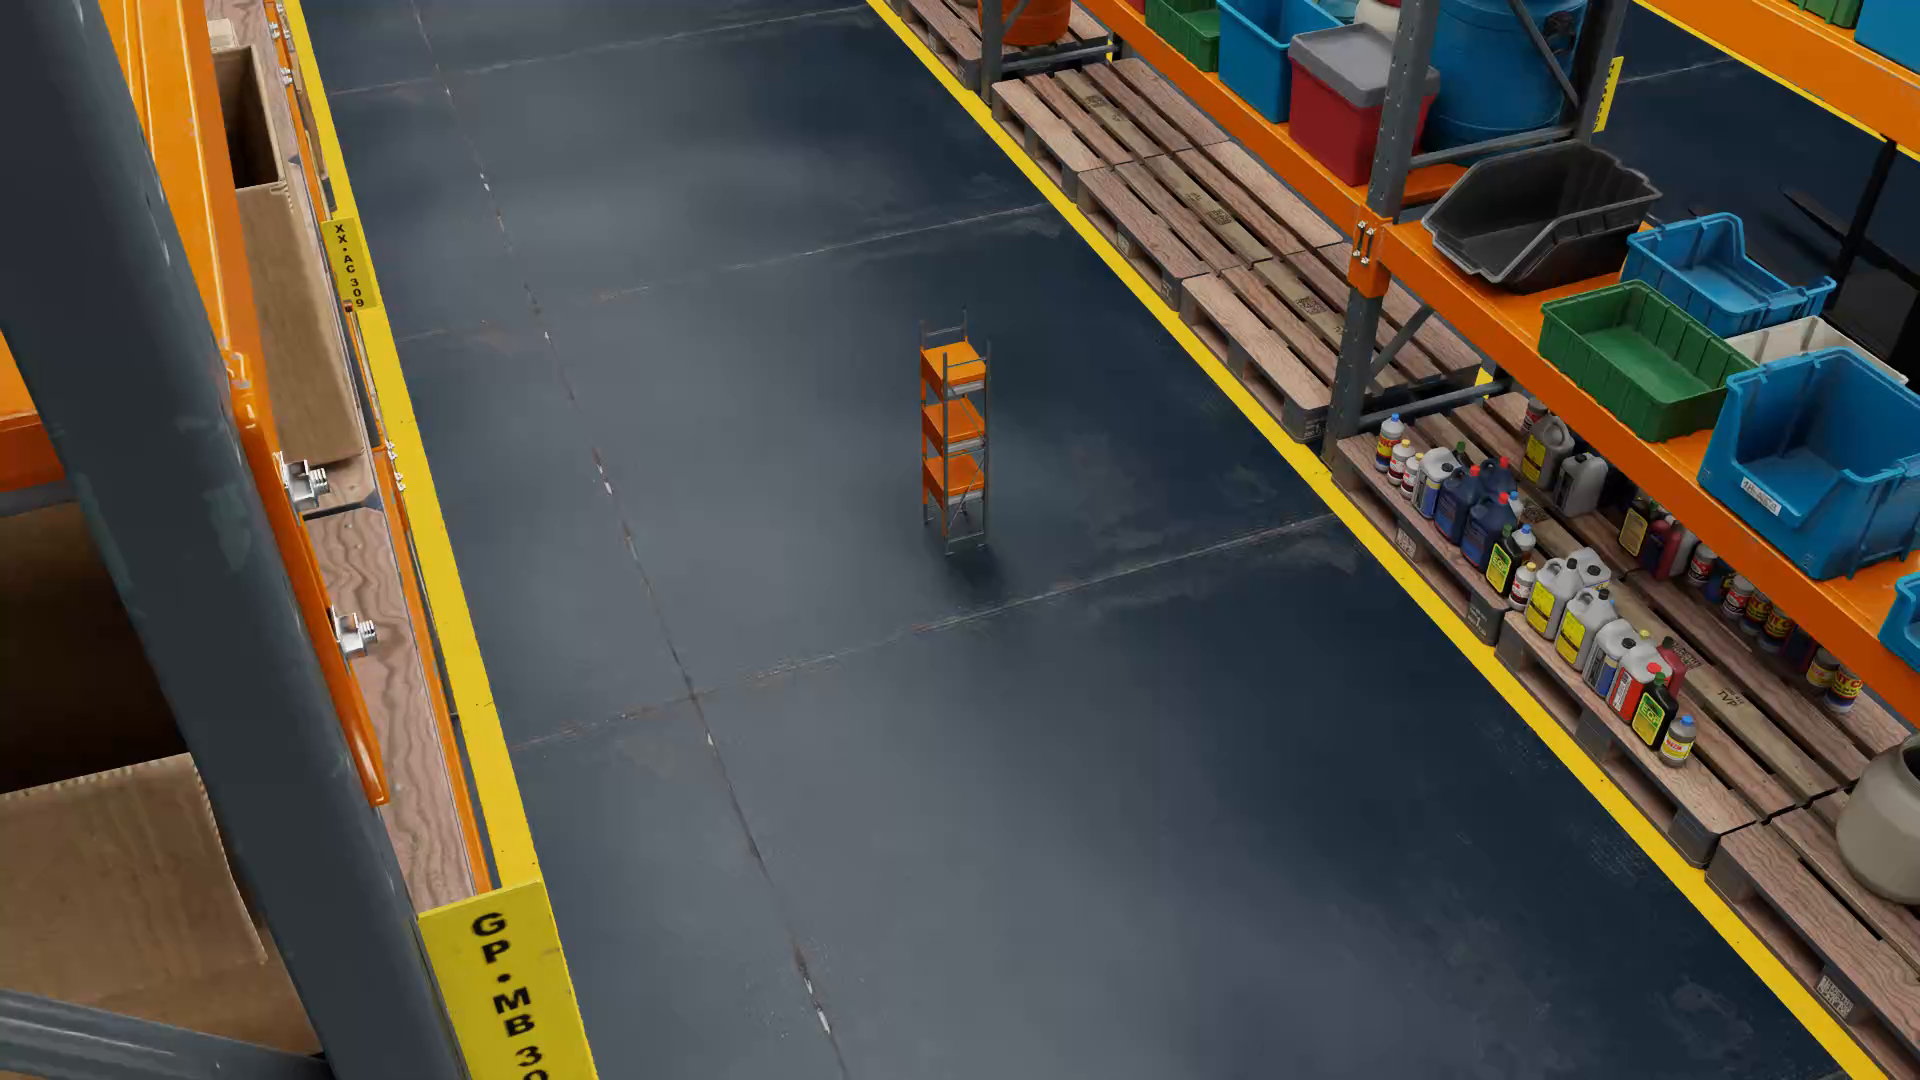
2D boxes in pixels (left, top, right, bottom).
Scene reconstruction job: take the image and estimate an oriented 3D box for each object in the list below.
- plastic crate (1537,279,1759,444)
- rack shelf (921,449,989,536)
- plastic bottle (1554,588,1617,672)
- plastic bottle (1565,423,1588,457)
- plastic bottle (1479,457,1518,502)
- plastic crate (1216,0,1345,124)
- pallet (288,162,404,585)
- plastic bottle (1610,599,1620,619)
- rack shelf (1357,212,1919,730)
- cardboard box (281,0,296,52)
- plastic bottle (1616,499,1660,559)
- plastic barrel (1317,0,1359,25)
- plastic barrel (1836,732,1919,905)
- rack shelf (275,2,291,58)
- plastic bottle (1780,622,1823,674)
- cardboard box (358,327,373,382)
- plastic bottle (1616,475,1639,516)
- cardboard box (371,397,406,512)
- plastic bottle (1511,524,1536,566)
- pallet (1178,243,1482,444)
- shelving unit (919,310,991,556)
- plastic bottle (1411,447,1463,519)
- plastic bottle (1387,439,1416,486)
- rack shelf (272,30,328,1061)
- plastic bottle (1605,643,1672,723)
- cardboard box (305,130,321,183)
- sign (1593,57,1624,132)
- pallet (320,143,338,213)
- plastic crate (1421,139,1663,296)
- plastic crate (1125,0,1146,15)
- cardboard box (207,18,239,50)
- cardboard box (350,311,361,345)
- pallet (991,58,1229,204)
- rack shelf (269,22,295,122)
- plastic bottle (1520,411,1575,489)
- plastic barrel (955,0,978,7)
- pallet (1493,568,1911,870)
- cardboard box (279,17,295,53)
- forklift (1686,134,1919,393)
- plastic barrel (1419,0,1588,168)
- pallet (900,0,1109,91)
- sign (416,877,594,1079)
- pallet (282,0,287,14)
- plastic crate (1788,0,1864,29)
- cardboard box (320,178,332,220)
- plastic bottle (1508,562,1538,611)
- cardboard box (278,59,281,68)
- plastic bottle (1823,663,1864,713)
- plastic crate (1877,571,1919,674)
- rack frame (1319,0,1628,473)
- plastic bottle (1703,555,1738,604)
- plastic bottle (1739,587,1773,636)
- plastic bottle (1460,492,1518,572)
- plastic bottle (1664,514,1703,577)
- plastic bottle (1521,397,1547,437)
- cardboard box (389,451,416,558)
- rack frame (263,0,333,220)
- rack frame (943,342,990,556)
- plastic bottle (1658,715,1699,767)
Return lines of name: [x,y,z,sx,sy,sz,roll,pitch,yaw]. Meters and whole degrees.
plastic crate: [2.405,-0.631,5.845,0.450,0.188,0.662,-15,43,-17]
rack shelf: [-0.020,-0.212,7.133,0.215,0.259,0.240,-15,43,-17]
plastic bottle: [2.378,0.310,6.283,0.144,0.351,0.185,-13,42,-15]
plastic bottle: [2.659,-0.446,7.162,0.144,0.351,0.185,-16,43,-18]
plastic bottle: [2.205,-0.208,6.885,0.144,0.351,0.185,-15,43,-17]
plastic crate: [1.437,-2.180,7.497,0.392,0.384,0.575,-15,43,-17]
pallet: [-1.618,-0.228,2.982,1.003,0.211,1.213,-15,43,-17]
plastic bottle: [2.473,0.310,6.398,0.097,0.201,0.097,0,41,0]
rack shelf: [2.912,-0.122,5.643,1.077,0.370,4.000,-15,43,-17]
cardboard box: [-4.469,-3.270,10.332,0.500,0.500,0.500,-17,43,-18]
plastic bottle: [2.771,-0.069,6.775,0.061,0.283,0.133,-15,43,-17]
plastic barrel: [1.782,-2.382,7.826,0.301,0.262,0.301,0,41,0]
plastic barrel: [3.163,0.915,5.471,0.421,0.512,0.421,0,41,0]
rack shelf: [-4.727,-3.707,9.812,1.077,0.370,4.000,-15,43,-17]
plastic bottle: [3.201,0.363,6.274,0.061,0.283,0.133,-14,43,-16]
cardboard box: [-2.946,-0.714,7.566,0.500,0.250,0.500,-14,43,-16]
plastic bottle: [2.833,-0.217,6.947,0.061,0.283,0.133,-12,42,-14]
cardboard box: [-2.546,-0.309,6.666,0.500,0.311,0.500,-16,43,-17]
plastic bottle: [2.235,0.051,6.645,0.097,0.271,0.097,0,41,0]
pallet: [1.810,-1.005,8.257,1.003,0.211,1.213,-15,43,-17]
shelving unit: [-0.020,-0.430,6.945,0.215,1.050,0.252,-15,43,-17]
plastic bottle: [2.012,-0.244,6.985,0.152,0.276,0.135,-14,43,-15]
plastic bottle: [1.902,-0.343,7.157,0.097,0.201,0.097,0,41,0]
rack shelf: [-1.666,-0.026,3.230,1.077,0.370,4.000,-15,43,-17]
plastic bottle: [2.498,0.521,6.096,0.152,0.276,0.135,-15,43,-17]
cardboard box: [-3.534,-1.851,8.458,0.500,0.311,0.500,-14,43,-16]
sign: [2.659,-1.835,6.871,0.100,0.325,0.005,-15,43,-17]
pallet: [-4.213,-2.177,9.620,1.003,0.211,1.213,-15,43,-17]
plastic crate: [2.229,-1.229,6.426,0.767,0.338,0.504,-15,43,-17]
plastic crate: [0.951,-2.983,8.370,0.402,0.464,0.583,-15,43,-17]
cardboard box: [-1.717,-0.962,3.530,0.380,0.149,0.250,-15,43,-17]
cardboard box: [-2.949,-0.932,7.390,0.500,0.311,0.500,-14,43,-16]
pallet: [0.876,-2.475,9.967,1.003,0.211,1.213,-15,43,-17]
rack shelf: [-3.197,-2.435,6.032,1.077,0.370,4.000,-15,43,-17]
plastic bottle: [2.526,-0.410,7.120,0.144,0.351,0.185,-15,43,-17]
plastic barrel: [0.114,-3.833,10.993,0.421,0.512,0.421,0,41,0]
pallet: [2.835,0.609,6.380,1.003,0.211,1.213,-15,43,-17]
cardboard box: [-4.078,-2.654,9.615,0.500,0.500,0.500,-17,43,-18]
forklift: [4.718,-1.890,7.200,1.130,2.935,3.031,-12,42,-13]
plastic barrel: [2.278,-2.098,7.004,0.600,0.901,0.708,-15,43,-17]
pallet: [0.276,-3.416,11.061,1.003,0.211,1.213,-15,43,-17]
sign: [-0.386,0.410,1.441,0.100,0.325,0.005,-15,43,-17]
pallet: [-5.146,-3.647,11.329,1.003,0.211,1.213,-15,43,-17]
plastic crate: [2.499,-1.638,4.716,0.336,0.188,0.450,-15,43,-17]
cardboard box: [-3.535,-1.636,8.639,0.500,0.250,0.500,-14,43,-16]
plastic bottle: [2.231,0.175,6.555,0.097,0.201,0.097,0,41,0]
cardboard box: [-3.363,-2.207,7.709,0.380,0.149,0.250,-15,43,-17]
plastic bottle: [3.271,0.508,6.114,0.097,0.271,0.097,0,41,0]
plastic crate: [2.966,0.247,4.776,0.499,0.251,0.408,-15,43,-17]
rack frame: [2.146,-1.599,6.809,1.000,3.000,0.127,-15,43,-17]
plastic bottle: [3.024,0.119,6.566,0.097,0.271,0.097,0,41,0]
plastic bottle: [3.102,0.241,6.424,0.097,0.271,0.097,0,41,0]
plastic bottle: [2.144,-0.058,6.711,0.144,0.351,0.185,-17,43,-19]
plastic bottle: [2.915,-0.008,6.711,0.152,0.276,0.135,-14,43,-16]
plastic bottle: [2.573,-0.564,7.414,0.097,0.201,0.097,0,41,0]
cardboard box: [-2.551,-0.096,6.847,0.500,0.250,0.500,-14,43,-16]
rack frame: [-3.962,-2.775,8.177,1.000,3.000,0.127,-15,43,-17]
rack frame: [0.026,-0.357,6.860,0.200,1.050,0.008,-15,43,-17]
plastic bottle: [2.569,0.708,5.935,0.097,0.201,0.097,0,41,0]
